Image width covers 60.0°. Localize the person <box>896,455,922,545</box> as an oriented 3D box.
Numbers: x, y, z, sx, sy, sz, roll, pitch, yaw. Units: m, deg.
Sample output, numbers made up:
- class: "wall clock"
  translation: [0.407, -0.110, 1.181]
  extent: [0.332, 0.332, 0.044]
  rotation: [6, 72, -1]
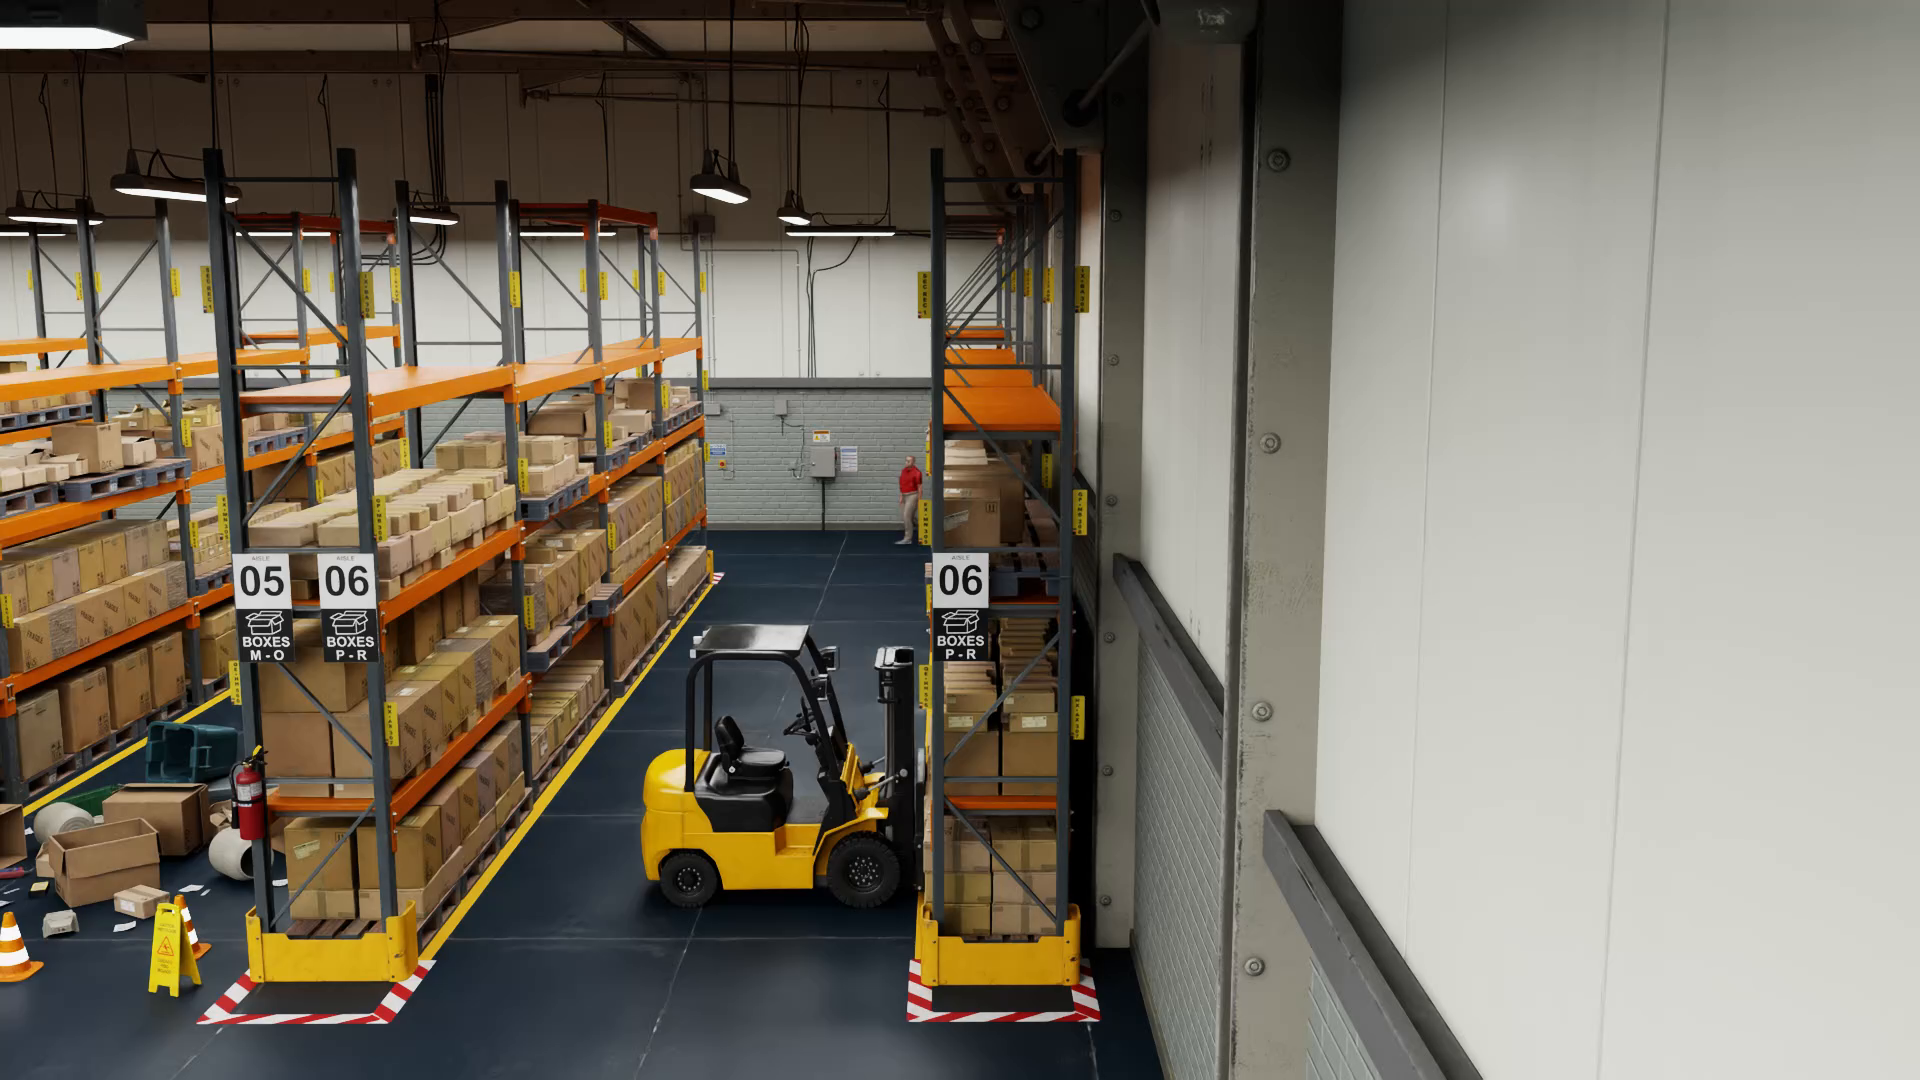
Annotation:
- class: "person"
  translation: [-0.915, -0.787, 31.924]
  extent: [0.765, 1.708, 0.523]
  rotation: [-5, 11, -30]
